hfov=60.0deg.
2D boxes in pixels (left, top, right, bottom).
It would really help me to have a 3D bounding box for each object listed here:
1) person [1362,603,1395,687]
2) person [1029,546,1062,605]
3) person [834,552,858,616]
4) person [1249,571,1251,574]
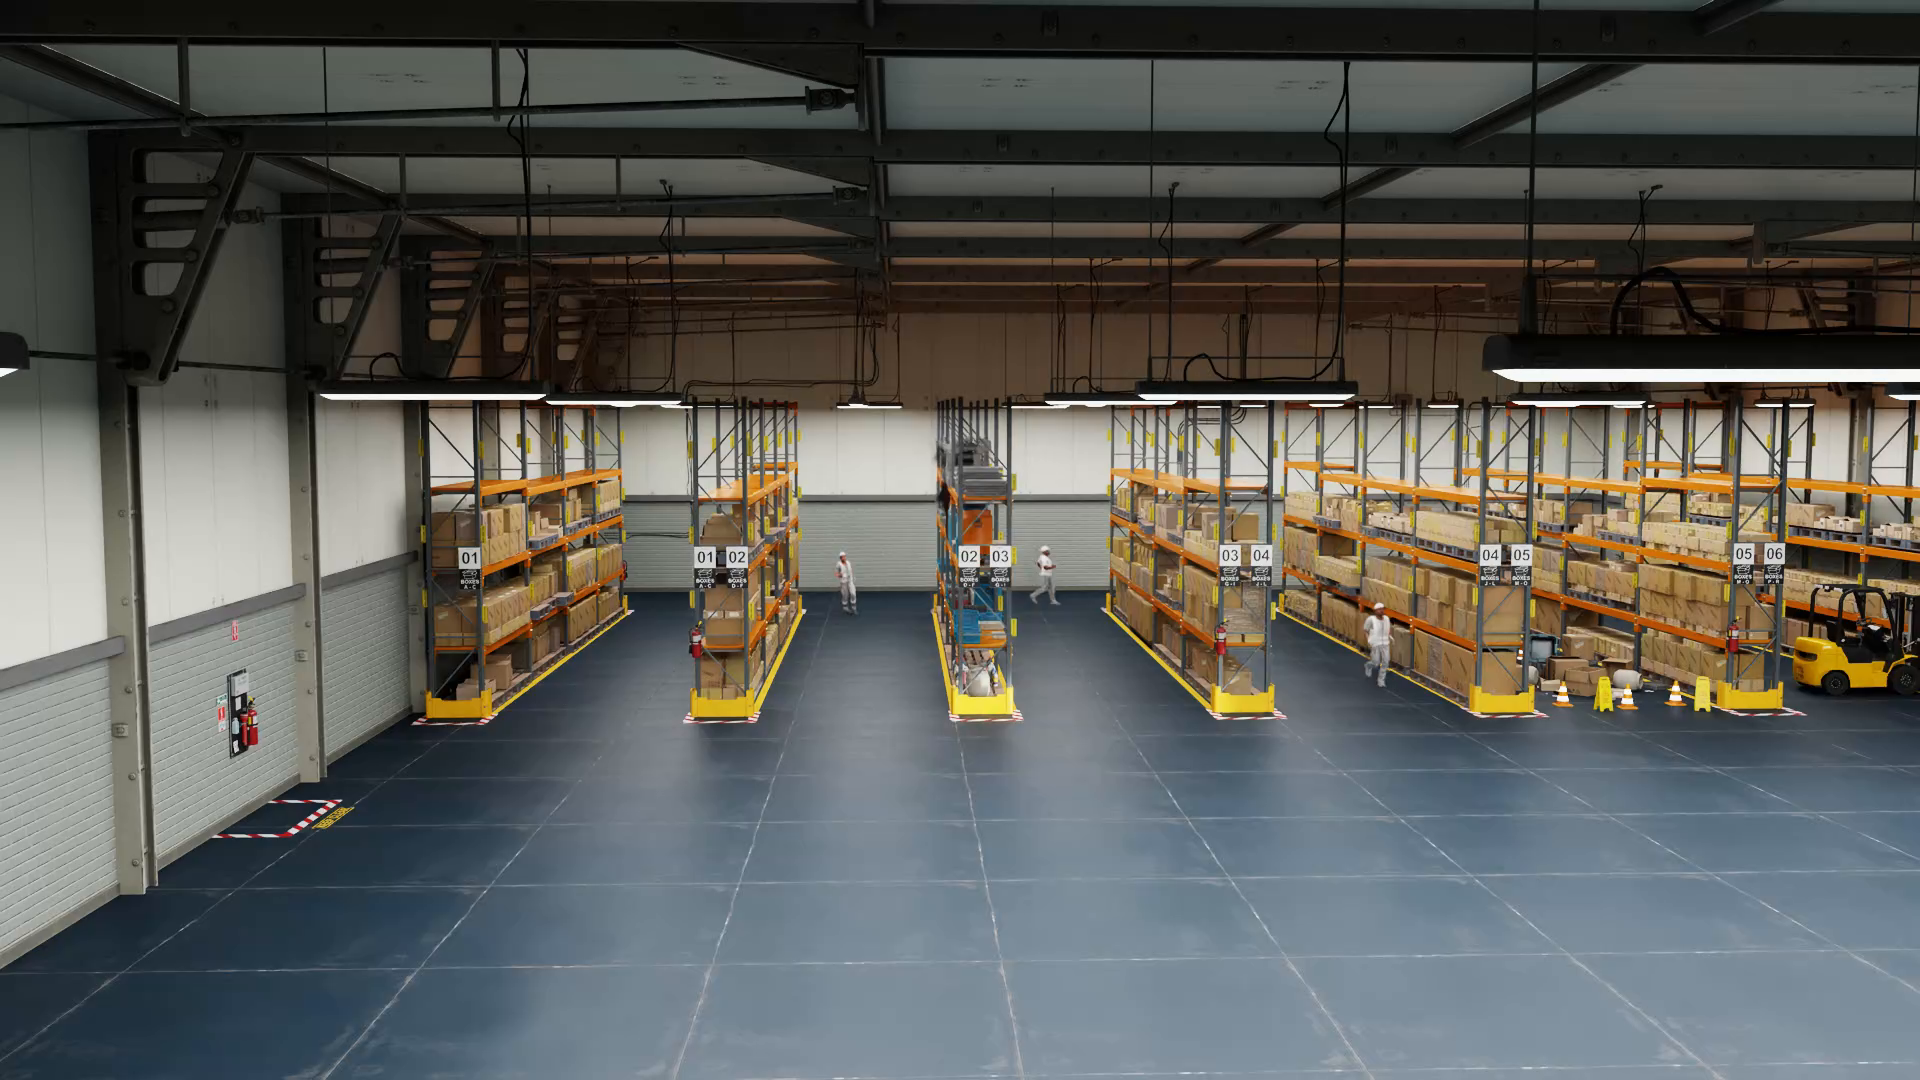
[{"bbox_3d":[8.737,2.181,34.689,0.692,1.751,0.746,-1,5,-11],"label":"person"},{"bbox_3d":[2.525,1.047,48.982,0.961,1.744,0.712,0,4,4],"label":"person"},{"bbox_3d":[-3.247,1.226,46.816,0.639,1.804,0.712,-2,5,-24],"label":"person"},{"bbox_3d":[8.026,1.414,44.517,0.687,1.797,0.732,0,4,2],"label":"person"}]
